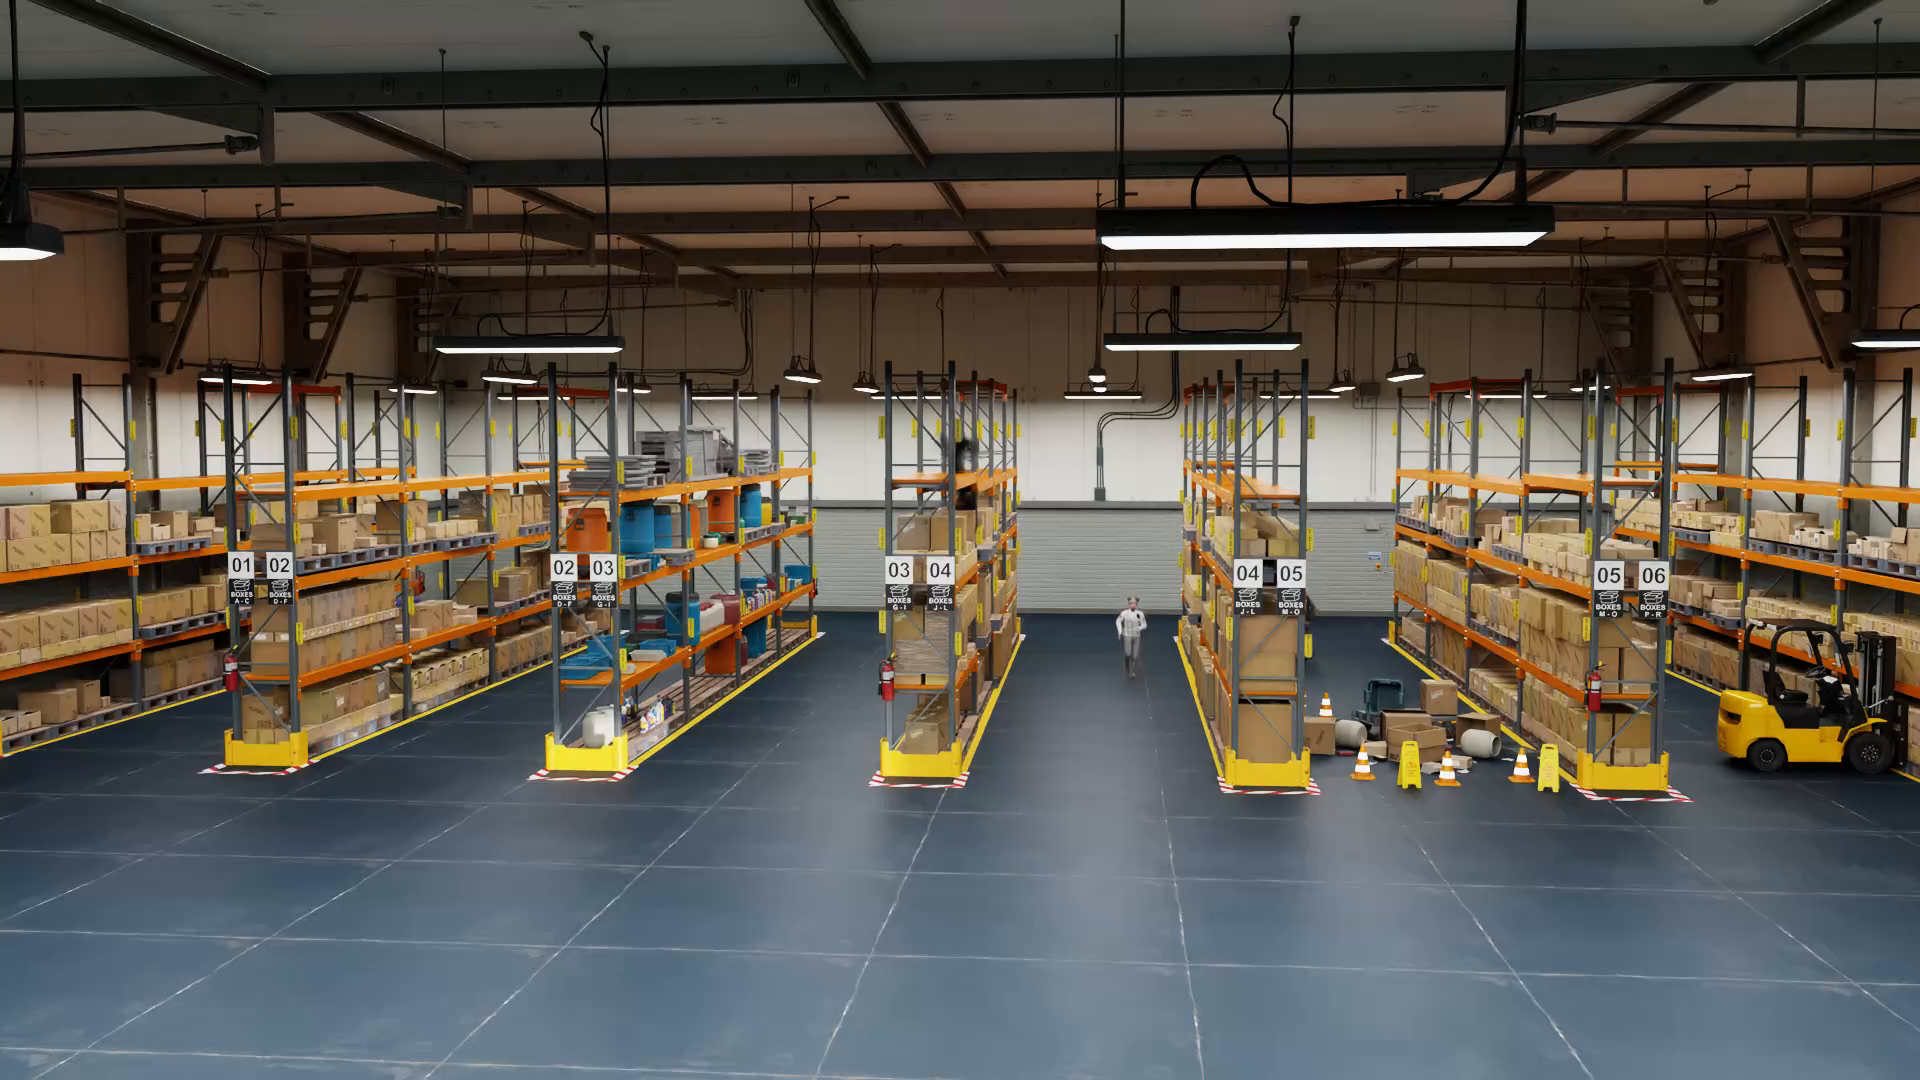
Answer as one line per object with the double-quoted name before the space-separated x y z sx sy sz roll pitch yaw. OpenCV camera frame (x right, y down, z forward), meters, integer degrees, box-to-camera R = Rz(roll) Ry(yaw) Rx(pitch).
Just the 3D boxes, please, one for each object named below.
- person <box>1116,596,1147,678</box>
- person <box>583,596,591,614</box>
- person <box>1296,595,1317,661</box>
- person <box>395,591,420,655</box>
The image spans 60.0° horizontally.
"person" 3.459 1.956 33.428 0.591 1.655 0.620 0 4 0
"person" -9.340 1.322 42.499 0.932 1.847 0.675 3 5 41
"person" 7.413 1.807 35.986 0.697 1.673 0.597 -1 4 -14
"person" -12.215 1.806 36.855 0.583 1.547 0.825 -1 4 -10
